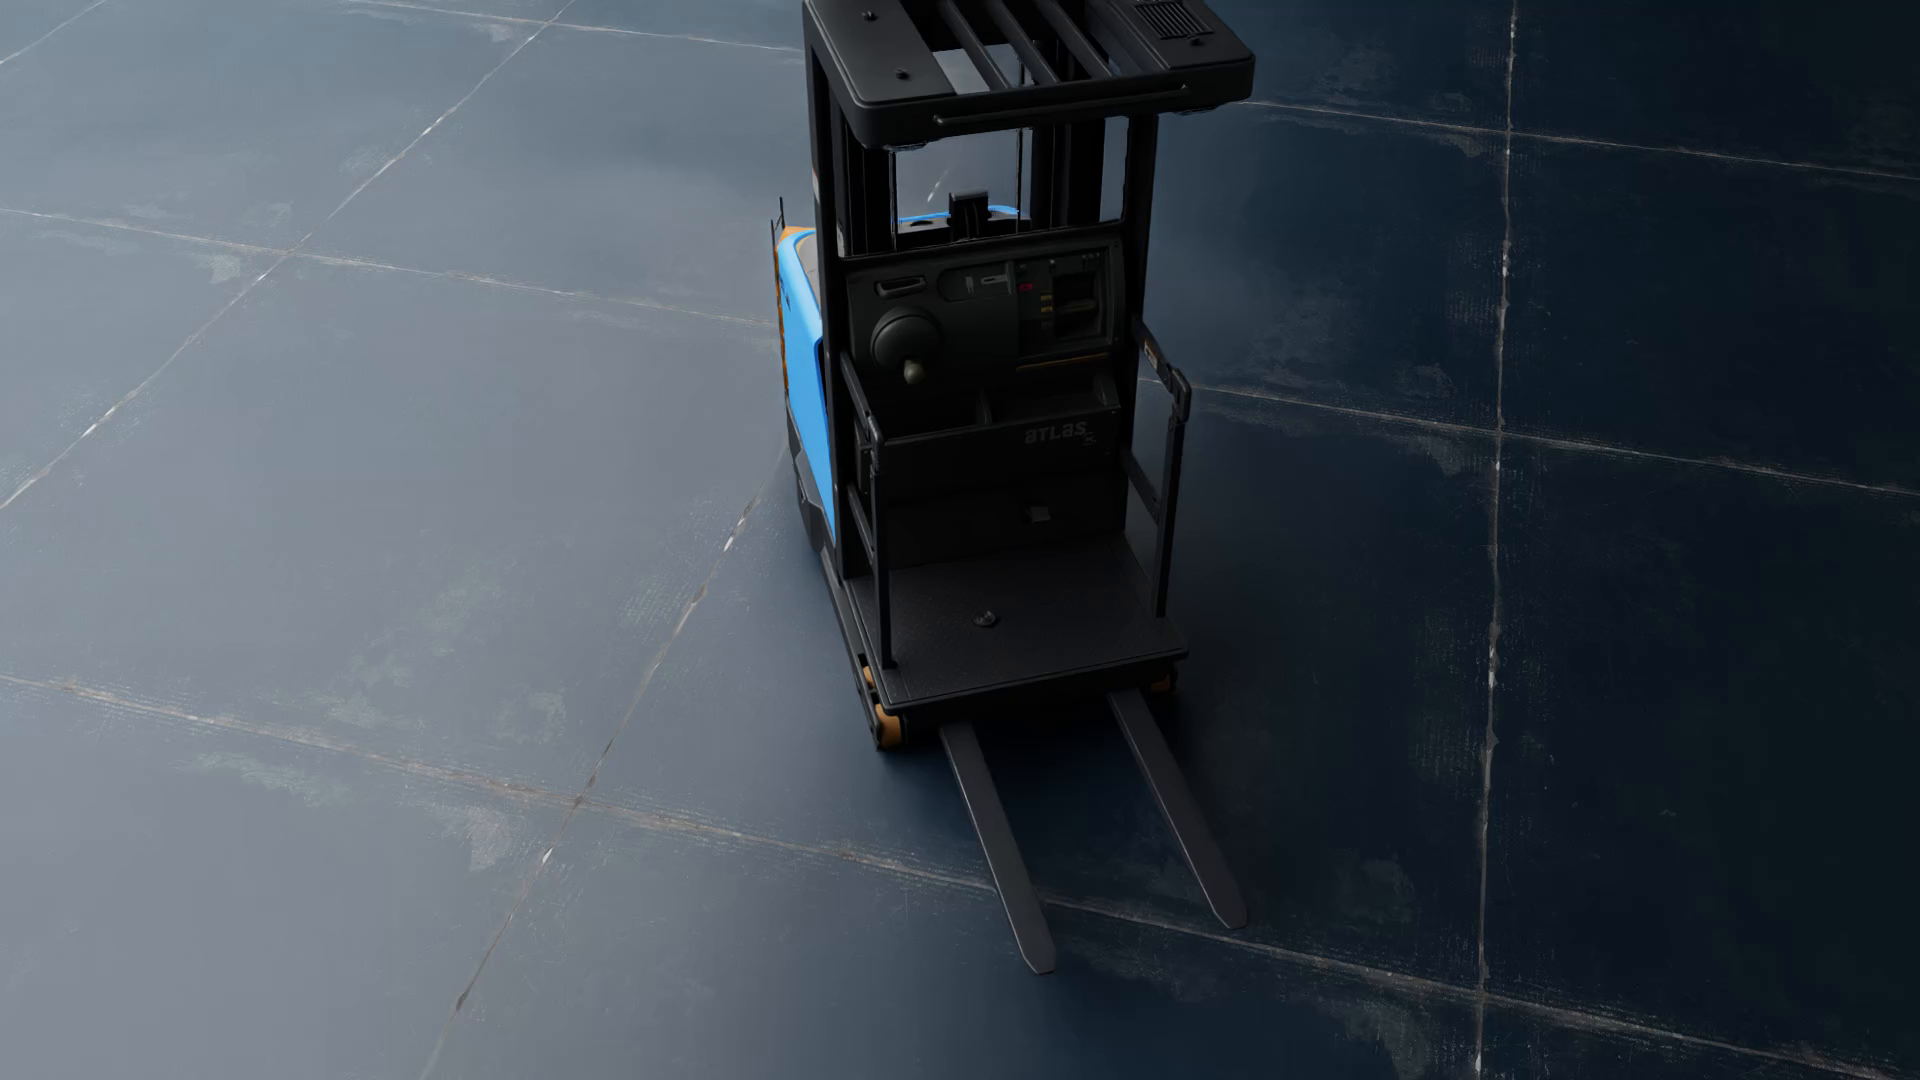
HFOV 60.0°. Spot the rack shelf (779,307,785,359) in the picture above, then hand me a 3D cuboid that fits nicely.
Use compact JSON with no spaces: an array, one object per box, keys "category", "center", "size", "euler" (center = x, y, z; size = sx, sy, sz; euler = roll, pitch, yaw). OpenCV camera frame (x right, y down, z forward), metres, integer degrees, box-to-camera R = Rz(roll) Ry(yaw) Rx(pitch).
[{"category":"rack shelf","center":[-0.621,-0.924,7.050],"size":[0.240,0.259,0.215],"euler":[5,40,5]}]

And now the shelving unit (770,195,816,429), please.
[{"category":"shelving unit","center":[-0.621,-0.932,7.043],"size":[0.252,1.050,0.215],"euler":[5,40,5]}]

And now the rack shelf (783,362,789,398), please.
[{"category":"rack shelf","center":[-0.621,-0.711,7.229],"size":[0.240,0.259,0.215],"euler":[5,40,5]}]

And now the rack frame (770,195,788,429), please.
[{"category":"rack frame","center":[-0.742,-0.942,7.055],"size":[0.008,1.050,0.200],"euler":[5,40,5]}]

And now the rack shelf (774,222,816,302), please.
[{"category":"rack shelf","center":[-0.621,-1.141,6.868],"size":[0.240,0.259,0.215],"euler":[5,40,5]}]

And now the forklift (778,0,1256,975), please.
[{"category":"forklift","center":[0.151,-0.670,5.269],"size":[1.130,2.935,3.031],"euler":[-10,41,-12]}]
